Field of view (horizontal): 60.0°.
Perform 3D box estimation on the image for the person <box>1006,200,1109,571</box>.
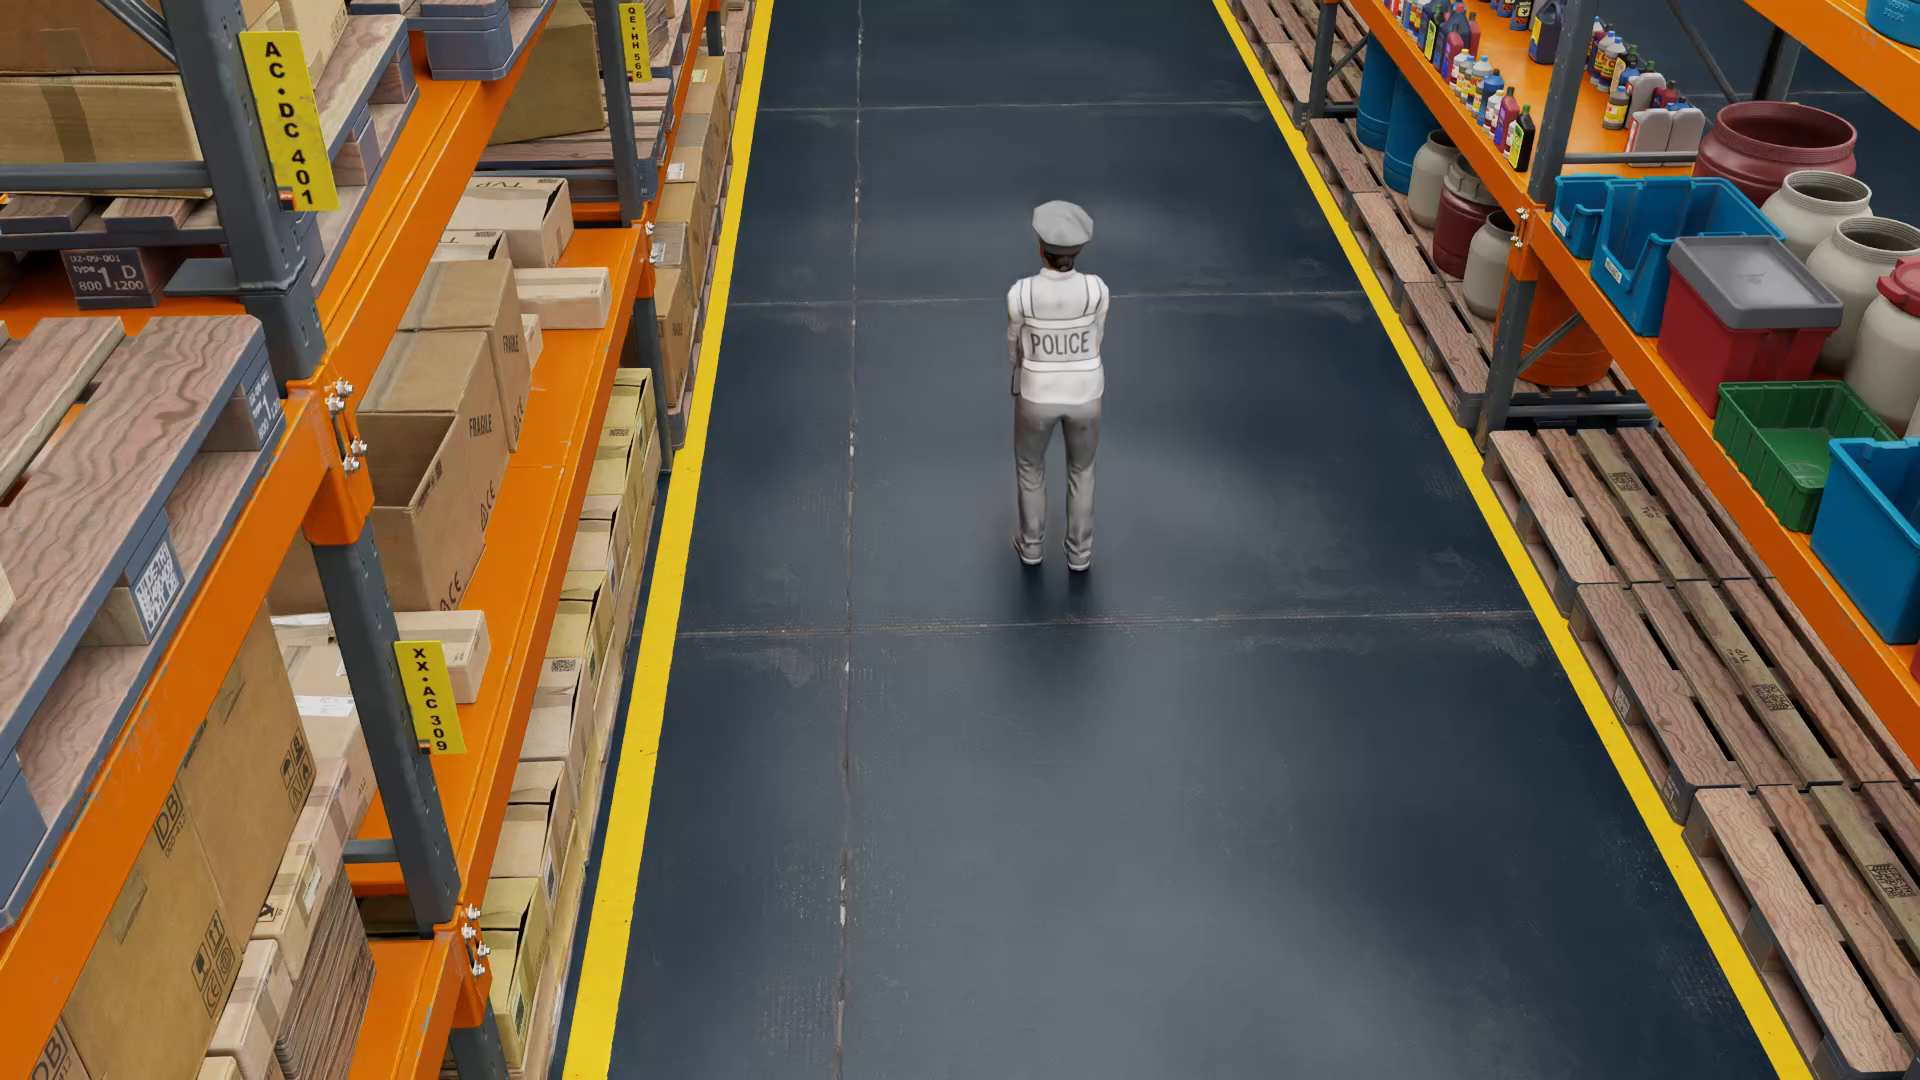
[{"bbox_3d":[0.394,-0.646,7.045,0.417,1.682,0.528,-2,36,-3],"label":"person"}]
